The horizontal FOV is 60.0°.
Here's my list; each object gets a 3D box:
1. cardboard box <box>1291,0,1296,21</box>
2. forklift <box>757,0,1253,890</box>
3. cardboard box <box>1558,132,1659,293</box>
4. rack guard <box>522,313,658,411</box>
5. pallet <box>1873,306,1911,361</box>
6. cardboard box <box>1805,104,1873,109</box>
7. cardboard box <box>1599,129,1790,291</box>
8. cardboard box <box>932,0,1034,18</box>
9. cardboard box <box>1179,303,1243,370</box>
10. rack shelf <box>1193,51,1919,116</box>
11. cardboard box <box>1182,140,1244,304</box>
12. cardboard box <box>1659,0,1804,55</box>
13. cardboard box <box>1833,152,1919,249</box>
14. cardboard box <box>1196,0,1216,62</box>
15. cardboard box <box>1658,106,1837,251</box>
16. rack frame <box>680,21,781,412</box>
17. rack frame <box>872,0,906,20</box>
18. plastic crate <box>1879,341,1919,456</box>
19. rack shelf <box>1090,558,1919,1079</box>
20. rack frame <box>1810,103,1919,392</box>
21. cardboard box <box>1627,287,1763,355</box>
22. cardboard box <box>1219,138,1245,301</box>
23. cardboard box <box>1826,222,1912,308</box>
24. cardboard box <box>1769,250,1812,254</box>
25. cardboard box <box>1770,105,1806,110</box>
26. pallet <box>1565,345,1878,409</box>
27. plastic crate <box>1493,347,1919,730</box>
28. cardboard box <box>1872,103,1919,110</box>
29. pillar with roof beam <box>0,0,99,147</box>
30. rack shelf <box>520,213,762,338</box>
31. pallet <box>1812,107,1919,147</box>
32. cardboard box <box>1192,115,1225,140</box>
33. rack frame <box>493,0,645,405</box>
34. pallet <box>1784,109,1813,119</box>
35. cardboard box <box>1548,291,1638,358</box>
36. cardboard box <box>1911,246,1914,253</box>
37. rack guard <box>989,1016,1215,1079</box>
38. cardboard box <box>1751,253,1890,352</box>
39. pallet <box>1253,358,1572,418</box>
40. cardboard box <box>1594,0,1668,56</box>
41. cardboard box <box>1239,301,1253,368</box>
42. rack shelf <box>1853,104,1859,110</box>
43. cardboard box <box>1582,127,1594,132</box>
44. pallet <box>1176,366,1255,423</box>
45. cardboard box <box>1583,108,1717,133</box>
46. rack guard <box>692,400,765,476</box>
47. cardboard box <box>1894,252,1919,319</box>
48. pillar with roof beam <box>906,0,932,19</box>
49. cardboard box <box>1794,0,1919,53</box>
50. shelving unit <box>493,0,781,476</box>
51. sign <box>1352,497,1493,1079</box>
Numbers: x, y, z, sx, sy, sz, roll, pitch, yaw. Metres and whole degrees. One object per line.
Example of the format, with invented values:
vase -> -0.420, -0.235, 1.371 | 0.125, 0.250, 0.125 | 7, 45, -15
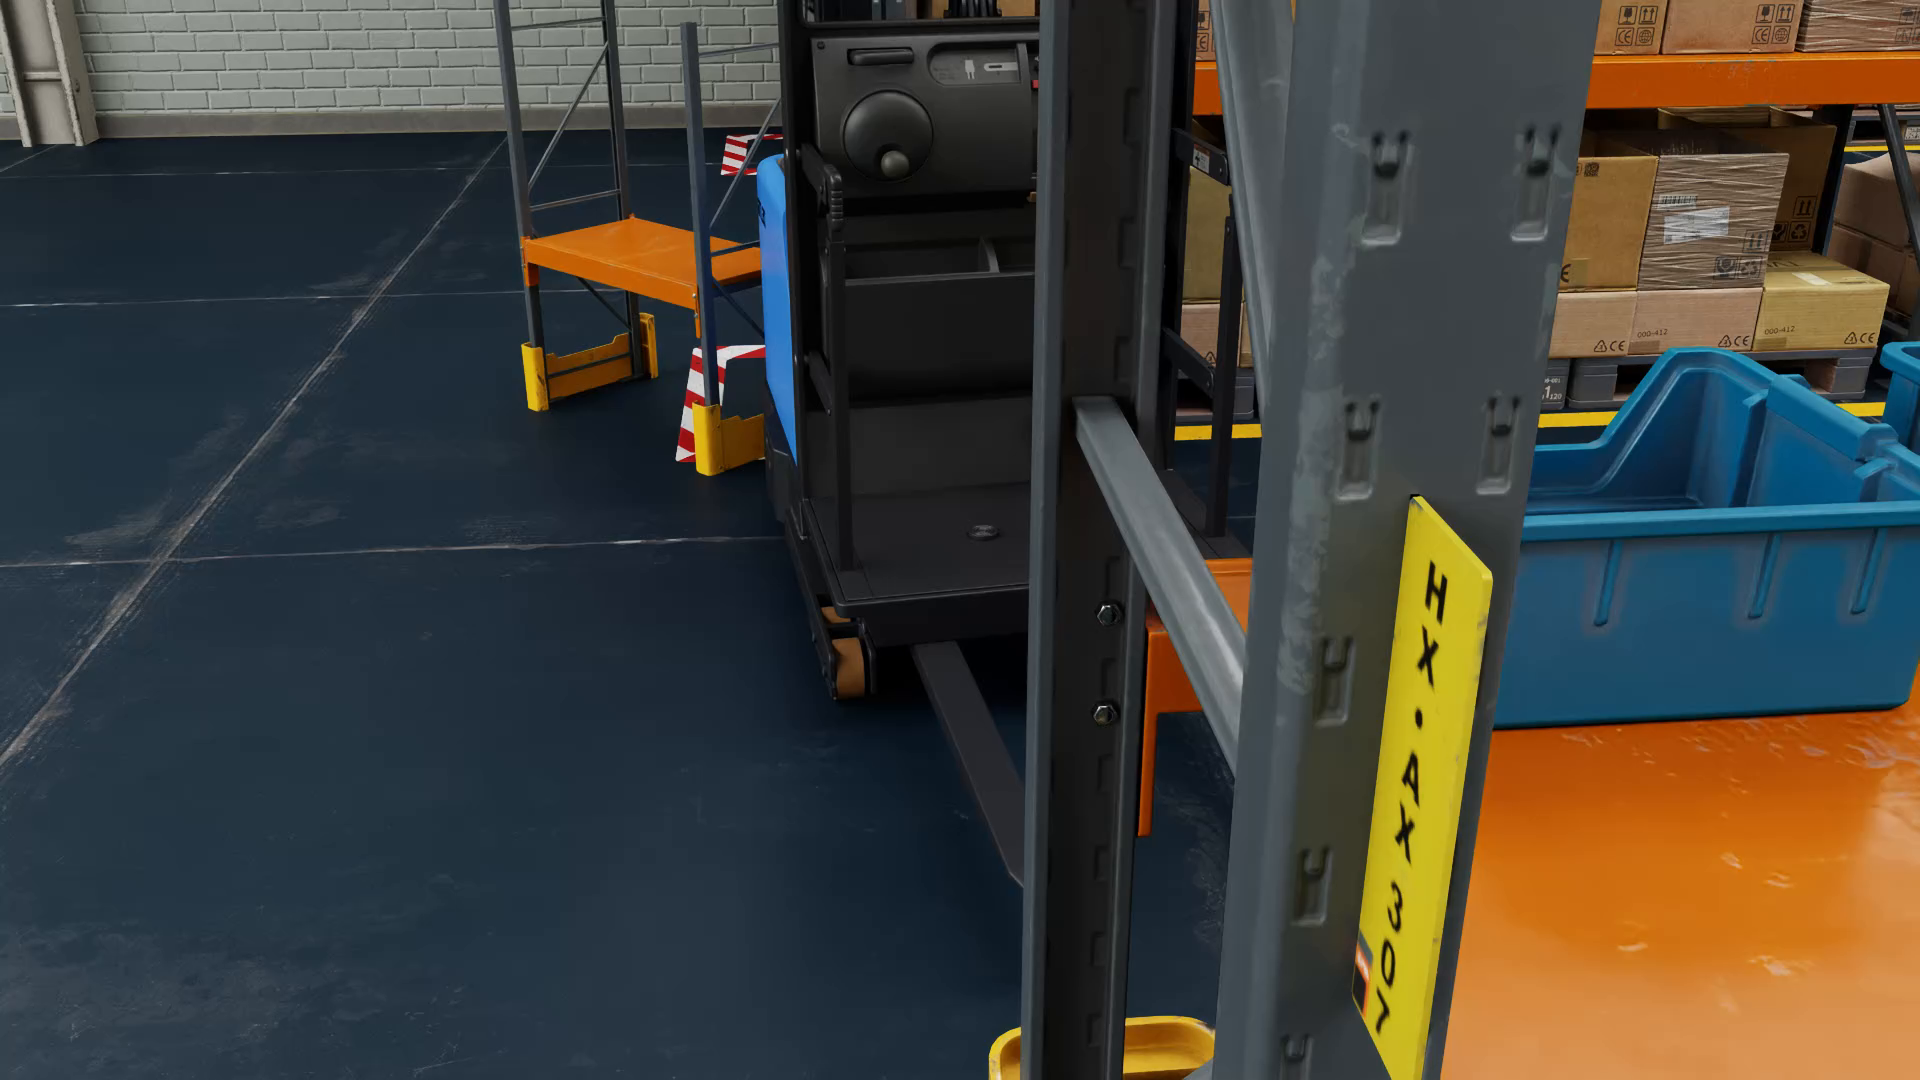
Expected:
cardboard box -> 1.193, -2.053, 6.052 | 0.500, 0.500, 0.700 | -2, 24, -5
forklift -> 0.134, -1.089, 4.092 | 1.130, 2.935, 3.031 | -5, 24, -11
cardboard box -> 2.255, -1.248, 6.309 | 0.500, 0.500, 0.500 | -2, 24, -5
rack guard -> -1.442, -0.702, 6.522 | 0.087, 0.250, 0.587 | 20, 31, 37
pallet -> 4.420, -0.884, 6.979 | 1.213, 0.211, 1.003 | -2, 24, -5
cardboard box -> 5.945, -3.310, 11.540 | 0.500, 0.500, 0.700 | -2, 24, -5
cardboard box -> 2.752, -1.269, 6.357 | 0.500, 0.500, 0.500 | -2, 24, -5
cardboard box -> 0.176, -2.012, 5.962 | 0.500, 0.500, 0.700 | -2, 24, -5
cardboard box -> 0.763, -0.842, 6.319 | 0.500, 0.250, 0.500 | -2, 24, -5
rack shelf -> 1.700, -1.704, 6.277 | 4.000, 0.370, 1.077 | -2, 24, -5
cardboard box -> 0.763, -1.184, 6.165 | 0.500, 0.500, 0.500 | -2, 24, -5
cardboard box -> 2.725, -2.115, 6.192 | 0.500, 0.500, 0.700 | -3, 24, -6
cardboard box -> 4.065, -1.437, 6.967 | 0.500, 0.311, 0.500 | -2, 24, -5
cardboard box -> 0.698, -2.035, 6.013 | 0.500, 0.500, 0.700 | -2, 24, -4
cardboard box -> 3.198, -1.499, 6.875 | 0.500, 0.500, 0.500 | -2, 24, -5
rack frame -> -0.698, -1.004, 5.662 | 0.032, 1.500, 0.500 | 20, 31, 37
rack frame -> -0.290, -1.953, 5.952 | 0.127, 3.000, 1.000 | -2, 24, -5
plastic crate -> 1.309, -0.048, 1.847 | 0.408, 0.251, 0.499 | -2, 24, -5
rack shelf -> 2.183, 0.298, 1.773 | 4.000, 0.370, 1.077 | -2, 24, -5
rack frame -> 3.691, -2.113, 6.311 | 0.127, 3.000, 1.000 | -2, 24, -5
cardboard box -> 2.752, -0.926, 6.508 | 0.500, 0.250, 0.500 | -2, 24, -5
cardboard box -> 1.259, -1.209, 6.222 | 0.500, 0.500, 0.500 | -2, 24, -5
cardboard box -> 4.075, -1.182, 7.085 | 0.500, 0.250, 0.500 | -3, 24, -6
cardboard box -> 3.199, -1.152, 7.018 | 0.500, 0.250, 0.500 | -2, 24, -5
cardboard box -> 5.453, -3.279, 11.470 | 0.500, 0.500, 0.700 | -2, 24, -5
pallet -> 2.895, -0.824, 6.844 | 1.213, 0.211, 1.003 | -2, 24, -5
plastic crate -> 0.662, -0.024, 1.794 | 0.616, 0.251, 0.499 | -2, 24, -5
cardboard box -> 6.469, -3.284, 11.481 | 0.500, 0.500, 0.700 | -2, 24, -4
pillar with roof beam -> -5.717, -5.095, 5.633 | 0.400, 9.000, 9.100 | -2, 24, -5
rack shelf -> -1.078, -0.977, 6.044 | 1.000, 0.185, 0.538 | 20, 31, 37
pallet -> 6.403, -2.970, 11.672 | 1.213, 0.211, 1.003 | -2, 24, -5
cardboard box -> 1.208, -1.419, 6.694 | 0.500, 0.500, 0.500 | -2, 24, -5
rack frame -> -1.457, -1.279, 6.280 | 0.032, 1.500, 0.500 | 20, 31, 37
pallet -> 5.191, -2.923, 11.565 | 1.213, 0.211, 1.003 | -2, 24, -5
cardboard box -> 2.256, -0.900, 6.449 | 0.500, 0.250, 0.500 | -2, 24, -5
cardboard box -> 4.126, -1.221, 6.481 | 0.500, 0.311, 0.500 | -2, 24, -5
rack guard -> 0.264, 1.169, 2.004 | 0.348, 0.500, 1.175 | -2, 24, -5
cardboard box -> 3.251, -0.942, 6.544 | 0.500, 0.250, 0.500 | -2, 24, -5
pallet -> 1.678, -0.774, 6.731 | 1.213, 0.211, 1.003 | -2, 24, -5
cardboard box -> 2.226, -2.096, 6.150 | 0.500, 0.500, 0.700 | -2, 24, -4
cardboard box -> 1.260, -0.861, 6.363 | 0.500, 0.250, 0.500 | -2, 24, -5
rack shelf -> 5.681, -1.864, 6.637 | 4.000, 0.370, 1.077 | -2, 24, -5
cardboard box -> 2.203, -1.459, 6.785 | 0.500, 0.500, 0.500 | -2, 24, -5
pallet -> 0.467, -0.727, 6.625 | 1.213, 0.211, 1.003 | -2, 24, -5
cardboard box -> 2.701, -1.476, 6.823 | 0.500, 0.500, 0.500 | -2, 24, -5
rack guard -> -0.699, -0.433, 5.916 | 0.087, 0.250, 0.587 | 20, 31, 37
cardboard box -> 4.116, -0.964, 6.595 | 0.500, 0.250, 0.500 | -3, 24, -6
pillar with roof beam -> 0.254, -5.334, 6.172 | 0.400, 9.000, 9.100 | -2, 24, -5
cardboard box -> 3.250, -2.138, 6.245 | 0.500, 0.500, 0.700 | -3, 24, -7
shelving unit -> -1.071, -1.139, 5.965 | 1.083, 1.500, 0.587 | 20, 31, 37
sign -> 0.243, 0.145, 0.890 | 0.005, 0.325, 0.100 | -2, 24, -5
